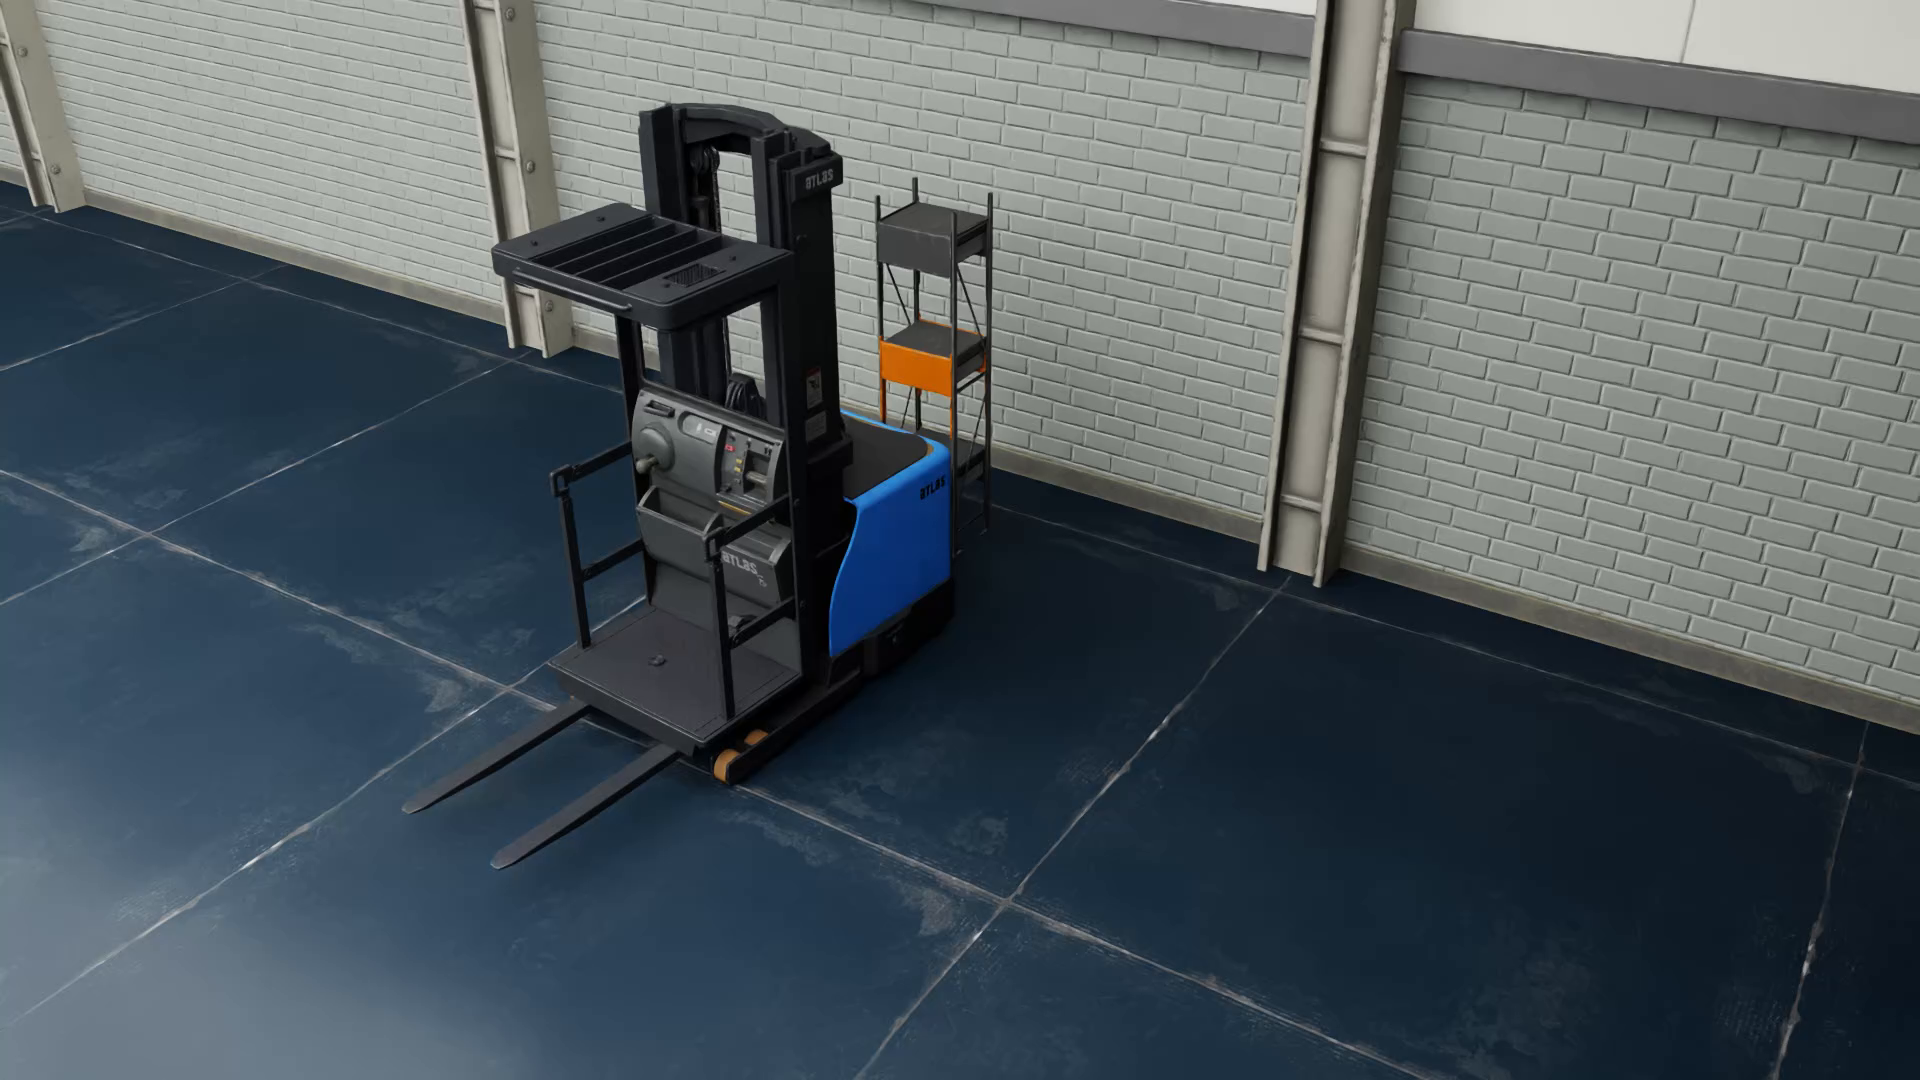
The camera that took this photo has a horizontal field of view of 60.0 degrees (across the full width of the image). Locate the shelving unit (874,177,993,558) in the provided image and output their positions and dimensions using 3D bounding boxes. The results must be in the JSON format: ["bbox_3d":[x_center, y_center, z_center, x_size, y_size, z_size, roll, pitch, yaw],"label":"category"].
[{"bbox_3d":[-0.140,-0.951,9.469,0.503,2.100,0.431,18,35,27],"label":"shelving unit"}]

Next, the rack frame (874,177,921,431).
[{"bbox_3d":[-0.347,-1.017,9.581,0.015,2.100,0.400,18,35,27],"label":"rack frame"}]

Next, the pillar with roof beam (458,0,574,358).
[{"bbox_3d":[-5.402,-3.501,6.994,0.400,9.000,9.100,18,35,27],"label":"pillar with roof beam"}]

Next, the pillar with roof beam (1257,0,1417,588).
[{"bbox_3d":[-0.320,-1.894,4.238,0.400,9.000,9.100,18,35,27],"label":"pillar with roof beam"}]

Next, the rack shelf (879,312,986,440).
[{"bbox_3d":[-0.140,-0.940,9.476,0.480,0.518,0.431,18,35,27],"label":"rack shelf"}]

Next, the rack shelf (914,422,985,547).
[{"bbox_3d":[-0.140,-0.335,9.829,0.480,0.518,0.431,18,35,27],"label":"rack shelf"}]

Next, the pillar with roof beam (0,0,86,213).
[{"bbox_3d":[-10.484,-5.108,9.749,0.400,9.000,9.100,18,35,27],"label":"pillar with roof beam"}]

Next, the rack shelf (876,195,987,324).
[{"bbox_3d":[-0.140,-1.544,9.123,0.480,0.518,0.431,18,35,27],"label":"rack shelf"}]

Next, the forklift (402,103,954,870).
[{"bbox_3d":[-1.320,-0.382,7.668,1.130,2.935,3.031,21,36,31],"label":"forklift"}]

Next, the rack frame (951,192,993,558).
[{"bbox_3d":[0.066,-0.886,9.357,0.015,2.100,0.400,18,35,27],"label":"rack frame"}]
